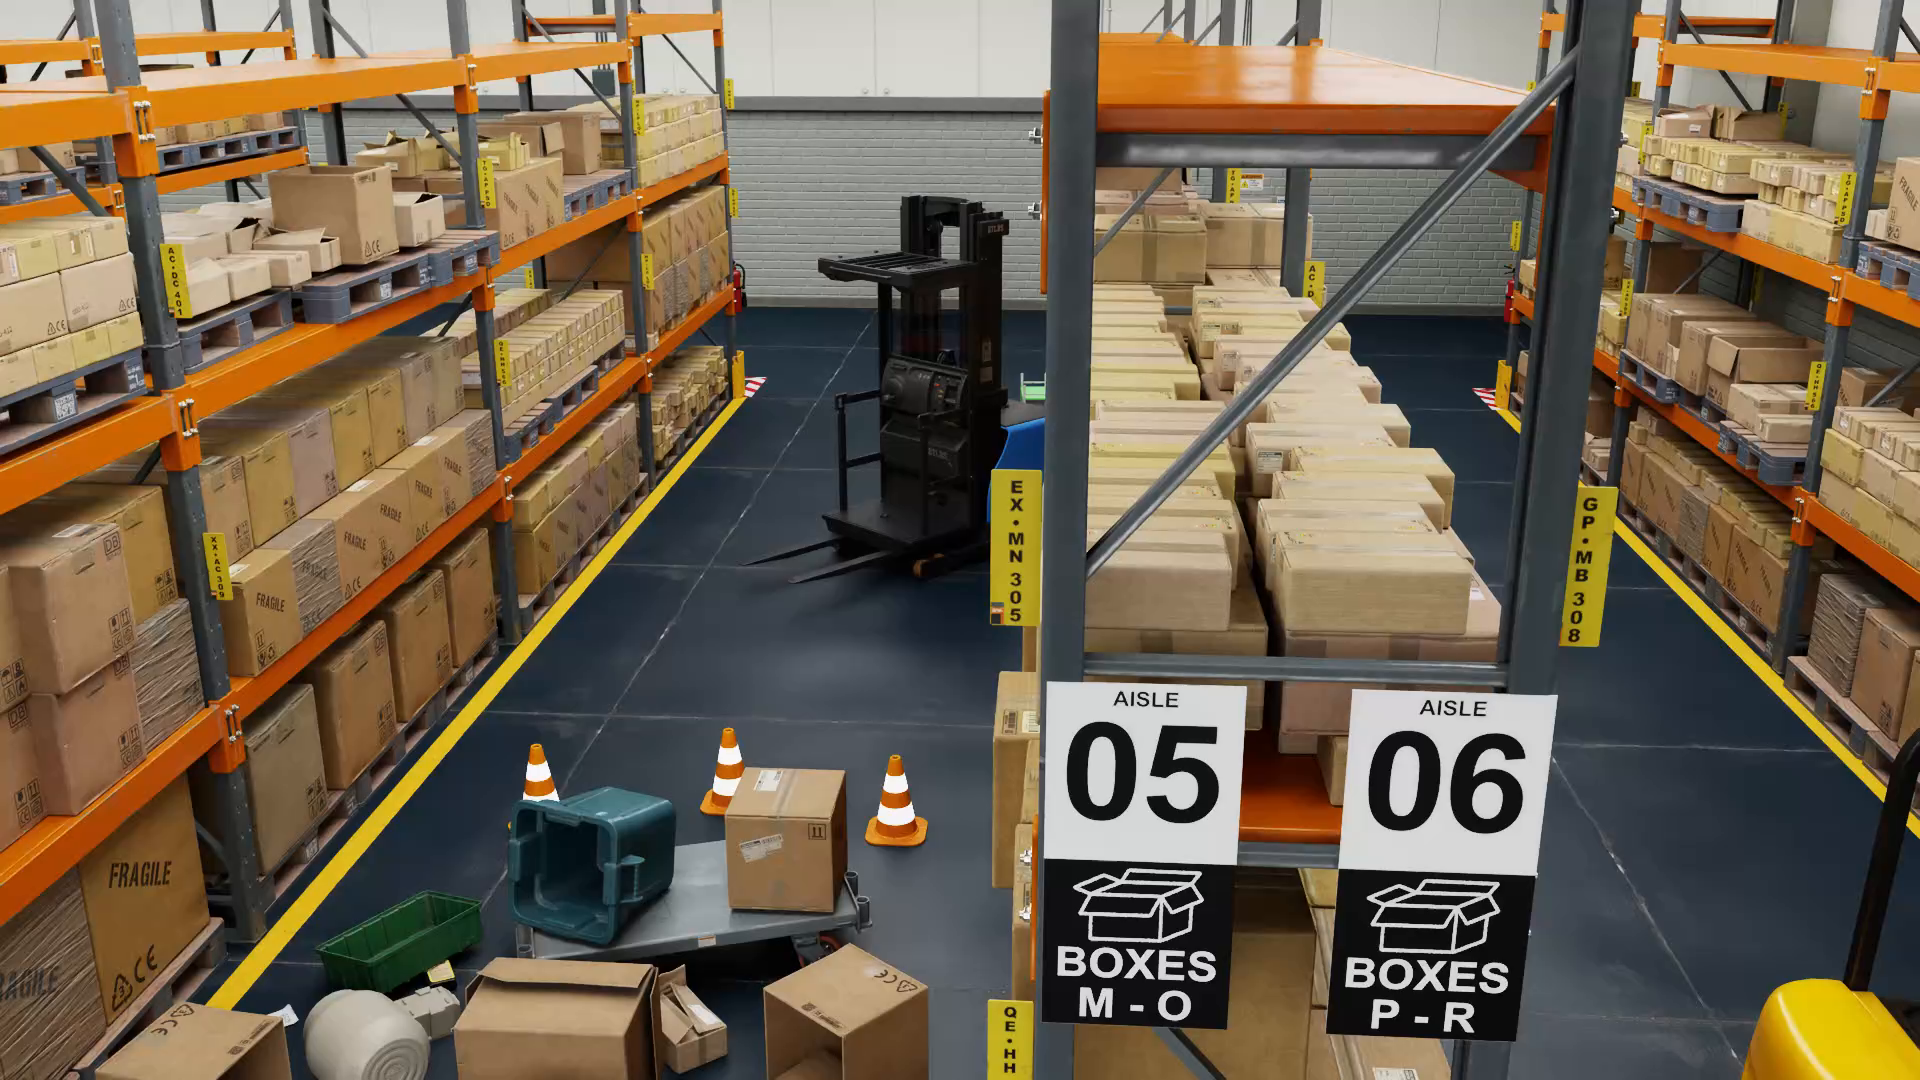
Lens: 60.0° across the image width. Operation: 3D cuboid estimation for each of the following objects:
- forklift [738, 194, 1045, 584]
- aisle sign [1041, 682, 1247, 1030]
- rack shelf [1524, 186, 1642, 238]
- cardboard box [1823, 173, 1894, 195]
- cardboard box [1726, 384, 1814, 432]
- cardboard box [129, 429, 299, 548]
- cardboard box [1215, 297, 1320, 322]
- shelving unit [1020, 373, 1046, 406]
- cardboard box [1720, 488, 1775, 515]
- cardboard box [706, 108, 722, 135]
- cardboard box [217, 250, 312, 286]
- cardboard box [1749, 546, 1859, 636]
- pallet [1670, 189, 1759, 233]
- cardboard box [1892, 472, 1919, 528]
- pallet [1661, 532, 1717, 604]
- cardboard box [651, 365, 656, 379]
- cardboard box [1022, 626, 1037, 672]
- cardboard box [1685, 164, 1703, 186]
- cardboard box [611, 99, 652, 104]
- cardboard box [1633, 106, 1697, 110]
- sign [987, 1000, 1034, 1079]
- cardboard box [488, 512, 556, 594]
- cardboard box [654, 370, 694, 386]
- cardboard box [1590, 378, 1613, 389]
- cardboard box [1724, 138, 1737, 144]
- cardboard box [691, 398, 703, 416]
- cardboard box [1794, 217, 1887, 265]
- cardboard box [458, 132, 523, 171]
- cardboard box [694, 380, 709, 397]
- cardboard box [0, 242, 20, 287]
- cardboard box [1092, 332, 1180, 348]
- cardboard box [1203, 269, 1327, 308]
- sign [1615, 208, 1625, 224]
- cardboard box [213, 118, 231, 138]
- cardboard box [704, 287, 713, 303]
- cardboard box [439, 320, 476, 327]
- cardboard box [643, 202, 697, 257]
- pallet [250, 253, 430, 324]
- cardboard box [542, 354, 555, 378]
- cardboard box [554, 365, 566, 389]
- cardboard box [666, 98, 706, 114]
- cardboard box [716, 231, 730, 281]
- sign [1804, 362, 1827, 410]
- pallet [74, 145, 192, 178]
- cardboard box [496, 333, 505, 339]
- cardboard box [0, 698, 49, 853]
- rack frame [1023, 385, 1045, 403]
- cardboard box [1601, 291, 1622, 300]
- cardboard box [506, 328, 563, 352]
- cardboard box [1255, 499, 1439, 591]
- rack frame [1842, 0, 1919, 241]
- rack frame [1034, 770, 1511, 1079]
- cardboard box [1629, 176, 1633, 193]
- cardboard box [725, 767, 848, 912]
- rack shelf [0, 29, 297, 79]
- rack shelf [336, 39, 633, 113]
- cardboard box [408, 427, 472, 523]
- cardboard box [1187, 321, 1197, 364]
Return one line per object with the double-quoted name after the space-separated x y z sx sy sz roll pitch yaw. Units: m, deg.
-0.447 -1.254 13.544 3.031 2.935 1.130 -17 25 -42 "forklift"
0.370 0.660 3.418 0.394 0.787 0.004 1 18 4 "aisle sign"
6.618 -3.440 16.441 1.077 0.370 4.000 1 18 4 "rack shelf"
6.042 -2.370 11.145 0.380 0.149 0.250 1 18 2 "cardboard box"
5.941 -0.956 12.089 0.500 0.250 0.500 0 18 1 "cardboard box"
-3.930 -0.276 8.682 0.700 0.500 0.500 1 18 3 "cardboard box"
1.203 -0.859 6.534 0.380 0.149 0.250 1 18 3 "cardboard box"
0.680 -0.879 15.178 0.258 1.200 0.503 0 18 0 "shelving unit"
6.104 -0.296 12.809 0.380 0.149 0.250 1 18 3 "cardboard box"
-2.913 -4.609 18.293 0.500 0.250 0.500 1 18 2 "cardboard box"
-3.635 -1.422 8.696 0.380 0.149 0.250 1 18 4 "cardboard box"
6.004 0.359 11.849 0.500 0.500 0.500 2 18 6 "cardboard box"
6.287 -2.548 12.866 1.213 0.211 1.003 1 18 4 "pallet"
5.820 -0.209 9.682 0.500 0.250 0.500 1 18 3 "cardboard box"
6.369 0.224 13.402 1.003 0.211 1.213 1 18 4 "pallet"
-3.521 -1.810 18.078 0.380 0.149 0.250 2 18 6 "cardboard box"
0.581 0.421 6.076 0.700 0.500 0.500 1 18 3 "cardboard box"
5.986 -2.887 13.167 0.380 0.149 0.250 1 18 3 "cardboard box"
-3.444 -4.532 17.419 0.380 0.149 0.250 2 18 5 "cardboard box"
6.881 -4.090 16.229 0.500 0.250 0.500 1 18 4 "cardboard box"
0.111 1.163 3.689 0.100 0.325 0.005 1 18 4 "sign"
-3.403 0.093 12.662 0.500 0.500 0.500 1 18 2 "cardboard box"
-3.062 -1.720 17.805 0.380 0.149 0.250 1 18 2 "cardboard box"
6.385 -1.375 17.141 0.500 0.500 0.500 2 18 5 "cardboard box"
6.574 -3.253 13.808 0.380 0.149 0.250 1 18 4 "cardboard box"
-2.986 -1.438 17.900 0.380 0.149 0.250 2 18 5 "cardboard box"
5.983 -2.012 11.169 0.500 0.250 0.500 1 18 2 "cardboard box"
-3.367 -2.798 11.937 0.396 0.266 0.258 1 18 4 "cardboard box"
-2.947 -1.659 18.096 0.380 0.149 0.250 2 18 5 "cardboard box"
-3.758 -1.016 6.178 0.380 0.149 0.250 2 18 5 "cardboard box"
0.572 -0.632 5.840 0.380 0.149 0.250 1 18 2 "cardboard box"
1.392 -1.086 7.670 0.500 0.250 0.500 1 18 2 "cardboard box"
7.314 -3.659 18.406 0.100 0.325 0.005 1 18 4 "sign"
-8.207 -4.532 17.623 0.700 0.500 0.500 0 18 0 "cardboard box"
-2.929 -2.705 18.264 0.380 0.149 0.250 2 18 5 "cardboard box"
-4.015 -1.689 13.534 0.380 0.149 0.250 2 18 6 "cardboard box"
-3.018 -3.199 17.125 0.500 0.500 0.500 1 18 2 "cardboard box"
-3.778 -1.469 9.574 1.003 0.211 1.213 2 18 6 "pallet"
-3.403 -1.372 13.043 0.380 0.149 0.250 1 18 4 "cardboard box"
-3.381 -1.308 13.326 0.380 0.149 0.250 2 18 5 "cardboard box"
-2.909 -4.599 17.621 0.380 0.149 0.250 2 18 5 "cardboard box"
-2.910 -3.210 18.763 0.500 0.500 0.500 2 18 5 "cardboard box"
5.646 -1.014 10.969 0.100 0.325 0.005 1 18 4 "sign"
-8.292 -3.703 16.232 1.003 0.211 1.213 1 18 4 "pallet"
-3.997 -1.626 13.818 0.380 0.149 0.250 1 18 3 "cardboard box"
-4.182 0.941 6.494 0.875 0.550 0.550 1 18 4 "cardboard box"
0.682 -0.803 14.946 0.240 1.200 0.015 0 18 0 "rack frame"
6.338 -2.279 16.325 0.500 0.250 0.500 1 18 4 "cardboard box"
-3.389 -1.592 13.237 0.380 0.149 0.250 2 18 6 "cardboard box"
0.895 0.013 3.872 0.380 0.149 0.250 1 18 4 "cardboard box"
6.188 -3.344 10.175 1.000 3.000 0.127 1 18 4 "rack frame"
0.663 1.882 3.861 1.000 3.000 0.127 1 18 4 "rack frame"
6.206 -3.159 14.834 0.380 0.149 0.250 1 18 4 "cardboard box"
-0.828 1.438 8.017 0.500 0.500 0.500 1 18 4 "cardboard box"
-8.218 -5.006 17.046 1.077 0.370 4.000 1 18 4 "rack shelf"
-3.564 -3.622 12.821 1.077 0.370 4.000 1 18 4 "rack shelf"
-3.509 -0.428 10.752 0.500 0.500 0.500 1 18 4 "cardboard box"
1.187 -0.712 6.724 0.500 0.250 0.500 1 18 3 "cardboard box"
